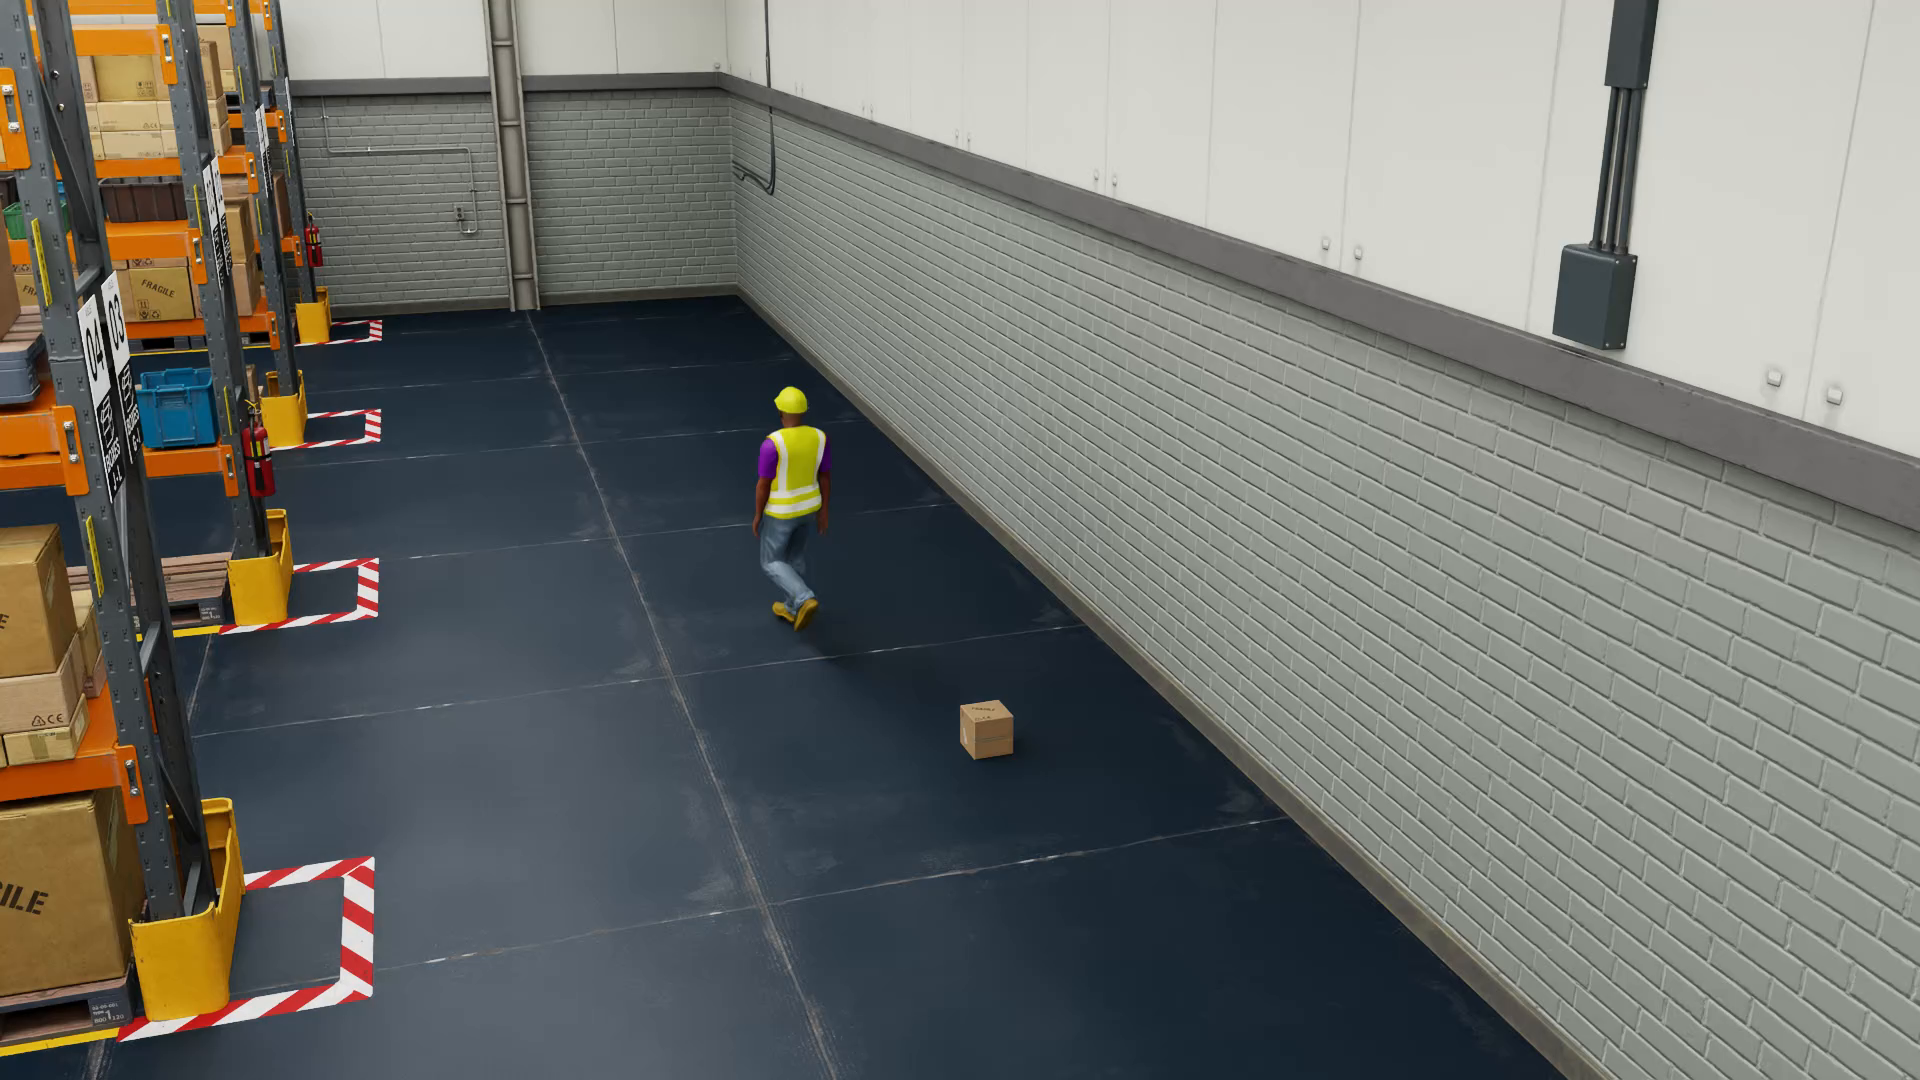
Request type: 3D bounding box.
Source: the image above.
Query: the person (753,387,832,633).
[{"bbox_3d":[-1.156,-0.205,11.563,0.575,1.747,0.740,-16,24,-38],"label":"person"}]
